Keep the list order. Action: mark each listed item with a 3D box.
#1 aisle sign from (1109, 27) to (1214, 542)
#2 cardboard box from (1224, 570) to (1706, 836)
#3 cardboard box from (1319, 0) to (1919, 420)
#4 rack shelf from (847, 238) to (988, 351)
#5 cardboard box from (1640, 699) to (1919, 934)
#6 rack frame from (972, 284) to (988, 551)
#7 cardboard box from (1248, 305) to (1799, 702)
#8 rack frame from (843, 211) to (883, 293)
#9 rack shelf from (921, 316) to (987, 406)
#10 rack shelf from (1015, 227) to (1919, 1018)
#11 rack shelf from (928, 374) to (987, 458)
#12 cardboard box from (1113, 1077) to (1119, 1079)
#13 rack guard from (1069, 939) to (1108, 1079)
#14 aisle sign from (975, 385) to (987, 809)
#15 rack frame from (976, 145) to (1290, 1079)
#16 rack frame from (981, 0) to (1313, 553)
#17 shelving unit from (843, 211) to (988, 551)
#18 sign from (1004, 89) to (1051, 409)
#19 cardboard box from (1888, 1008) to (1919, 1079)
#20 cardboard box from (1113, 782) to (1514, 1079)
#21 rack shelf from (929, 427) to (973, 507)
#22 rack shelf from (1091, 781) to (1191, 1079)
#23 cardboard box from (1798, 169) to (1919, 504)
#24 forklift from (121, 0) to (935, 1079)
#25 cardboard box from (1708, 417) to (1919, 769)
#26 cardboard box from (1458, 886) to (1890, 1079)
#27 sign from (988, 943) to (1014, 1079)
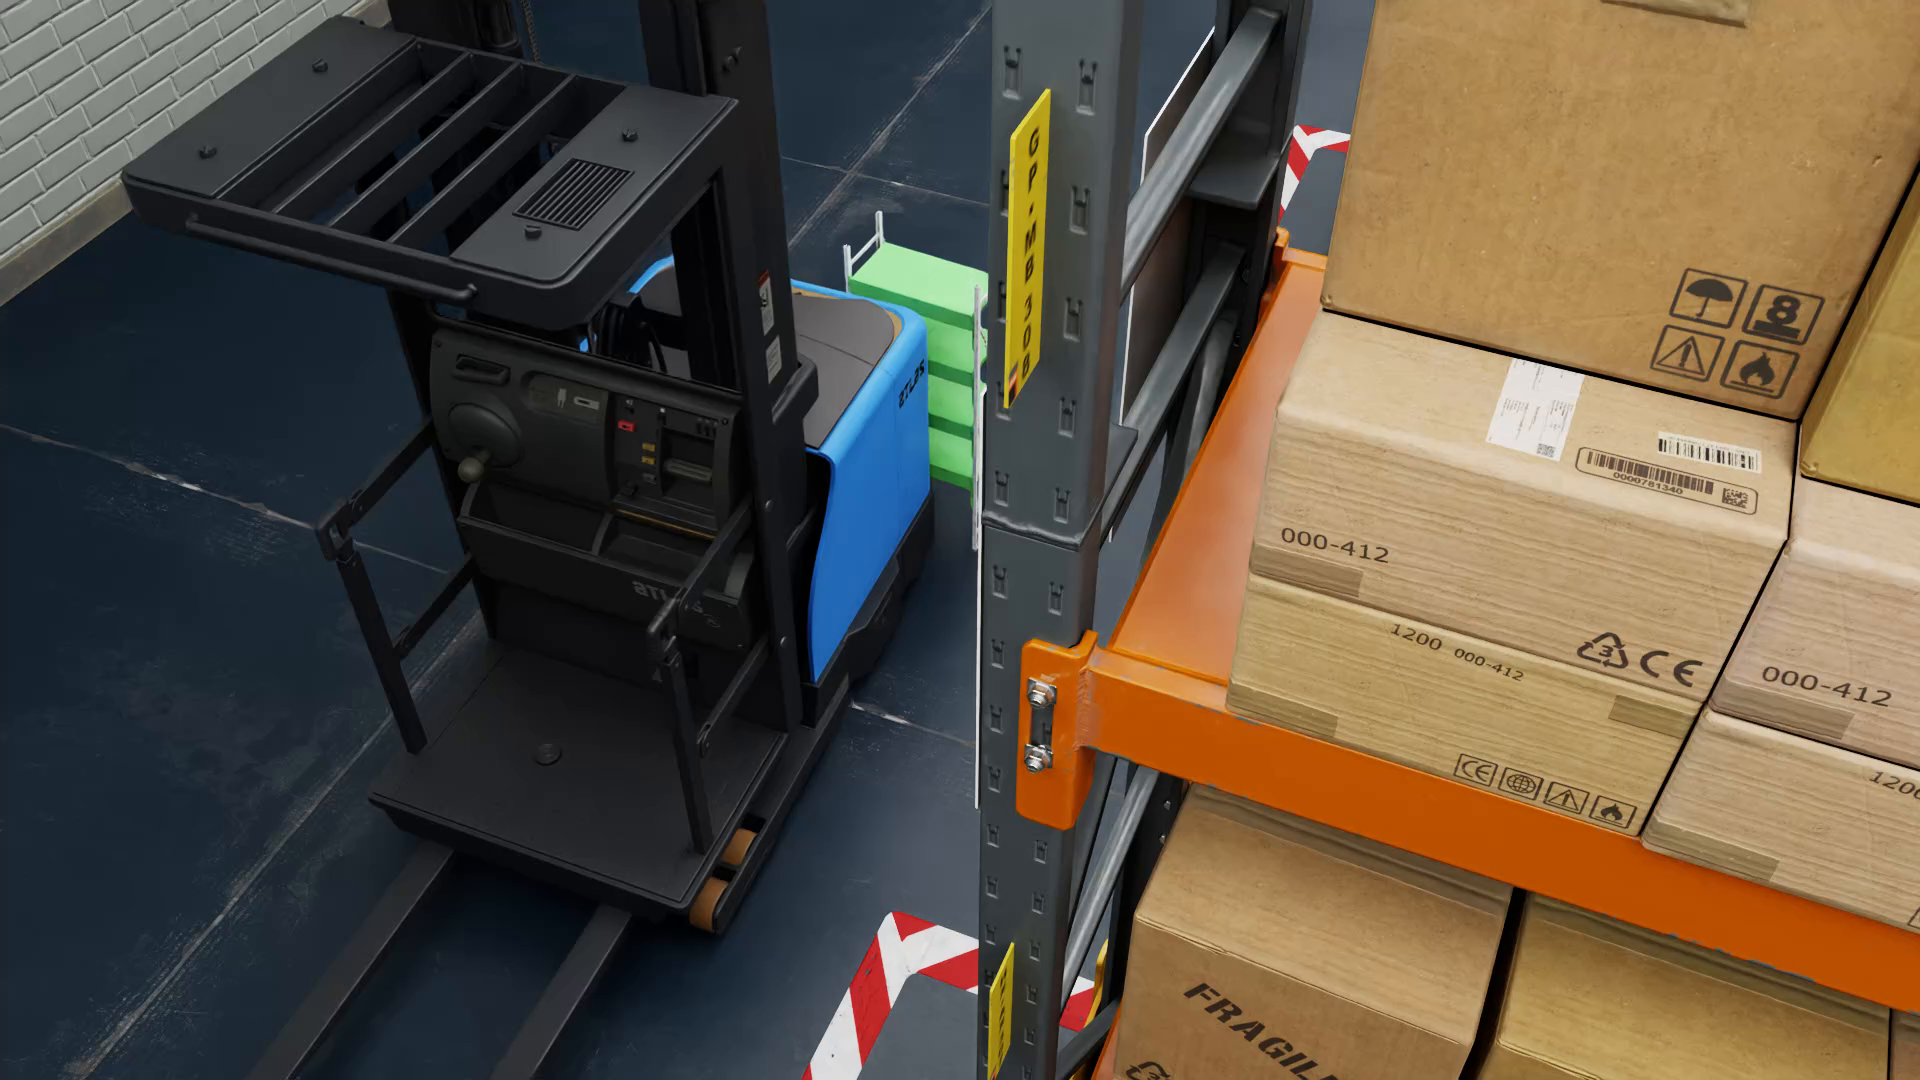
[{"bbox_3d":[0.331,-0.404,2.686,0.004,0.787,0.394,16,47,16],"label":"aisle sign"},{"bbox_3d":[0.652,0.031,2.072,0.500,0.250,0.500,16,47,16],"label":"cardboard box"},{"bbox_3d":[0.757,-0.588,1.808,0.500,0.500,0.700,16,47,16],"label":"cardboard box"},{"bbox_3d":[-0.110,-0.838,5.651,0.480,0.148,0.258,20,48,19],"label":"rack shelf"},{"bbox_3d":[1.109,0.175,1.927,0.500,0.250,0.500,16,47,16],"label":"cardboard box"},{"bbox_3d":[0.107,-0.464,5.865,0.015,1.200,0.240,20,48,19],"label":"rack frame"},{"bbox_3d":[0.650,-0.143,1.892,0.500,0.250,0.500,16,47,16],"label":"cardboard box"},{"bbox_3d":[-0.328,-0.621,6.023,0.015,1.200,0.240,20,48,19],"label":"rack frame"},{"bbox_3d":[-0.111,-0.667,5.820,0.480,0.148,0.258,20,48,19],"label":"rack shelf"},{"bbox_3d":[2.122,0.471,2.034,4.000,0.370,1.077,16,47,16],"label":"rack shelf"},{"bbox_3d":[-0.111,-0.497,5.989,0.480,0.148,0.258,20,48,19],"label":"rack shelf"},{"bbox_3d":[0.584,0.993,3.055,0.500,0.500,0.500,17,47,17],"label":"cardboard box"},{"bbox_3d":[0.346,1.643,4.245,0.348,0.500,1.175,16,47,16],"label":"rack guard"},{"bbox_3d":[0.100,-0.013,2.293,0.004,0.787,0.394,16,47,16],"label":"aisle sign"},{"bbox_3d":[0.276,0.736,3.384,0.127,3.000,1.000,16,47,16],"label":"rack frame"},{"bbox_3d":[0.276,-1.391,1.268,0.127,3.000,1.000,16,47,16],"label":"rack frame"},{"bbox_3d":[-0.111,-0.542,5.944,0.503,1.200,0.258,20,48,19],"label":"shelving unit"},{"bbox_3d":[0.067,-0.284,1.662,0.005,0.325,0.100,16,47,16],"label":"sign"},{"bbox_3d":[1.529,0.914,2.425,0.500,0.500,0.500,17,47,16],"label":"cardboard box"},{"bbox_3d":[0.584,0.638,2.702,0.500,0.500,0.500,18,48,17],"label":"cardboard box"},{"bbox_3d":[-0.111,-0.326,6.158,0.480,0.148,0.258,20,48,19],"label":"rack shelf"},{"bbox_3d":[2.122,1.534,3.092,4.000,0.370,1.077,16,47,16],"label":"rack shelf"},{"bbox_3d":[1.185,-0.398,1.616,0.500,0.500,0.700,16,47,16],"label":"cardboard box"},{"bbox_3d":[-1.107,-0.193,4.366,1.130,2.935,3.031,16,47,15],"label":"forklift"},{"bbox_3d":[1.109,-0.002,1.751,0.500,0.250,0.500,16,47,16],"label":"cardboard box"},{"bbox_3d":[1.070,0.775,2.564,0.500,0.500,0.500,17,47,16],"label":"cardboard box"},{"bbox_3d":[0.067,0.782,2.723,0.005,0.325,0.100,16,47,16],"label":"sign"}]
